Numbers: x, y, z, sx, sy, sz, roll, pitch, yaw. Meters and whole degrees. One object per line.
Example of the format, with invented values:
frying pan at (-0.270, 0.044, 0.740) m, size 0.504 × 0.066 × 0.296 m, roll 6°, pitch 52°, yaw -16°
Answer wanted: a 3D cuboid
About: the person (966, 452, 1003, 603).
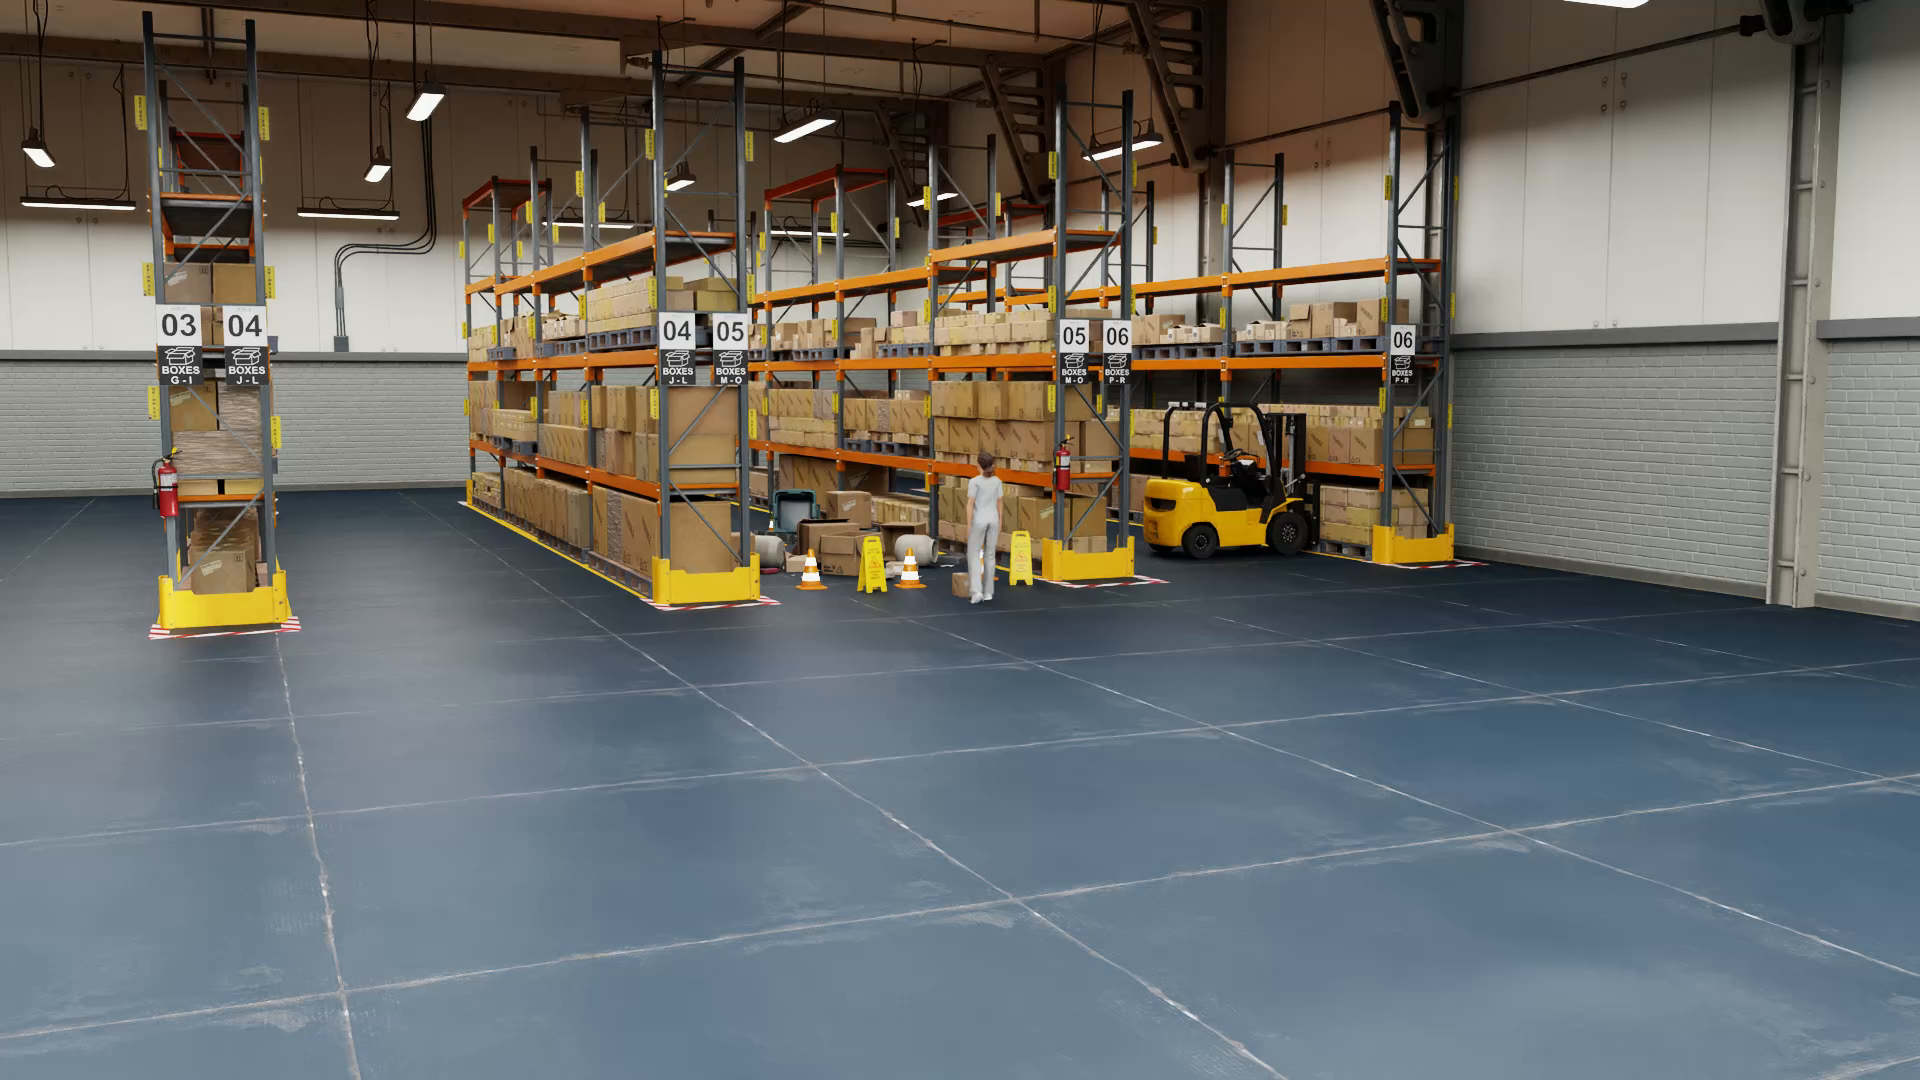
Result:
person at (0.263, -0.114, 18.587) m, size 0.446 × 1.750 × 0.467 m, roll -2°, pitch 6°, yaw -23°
